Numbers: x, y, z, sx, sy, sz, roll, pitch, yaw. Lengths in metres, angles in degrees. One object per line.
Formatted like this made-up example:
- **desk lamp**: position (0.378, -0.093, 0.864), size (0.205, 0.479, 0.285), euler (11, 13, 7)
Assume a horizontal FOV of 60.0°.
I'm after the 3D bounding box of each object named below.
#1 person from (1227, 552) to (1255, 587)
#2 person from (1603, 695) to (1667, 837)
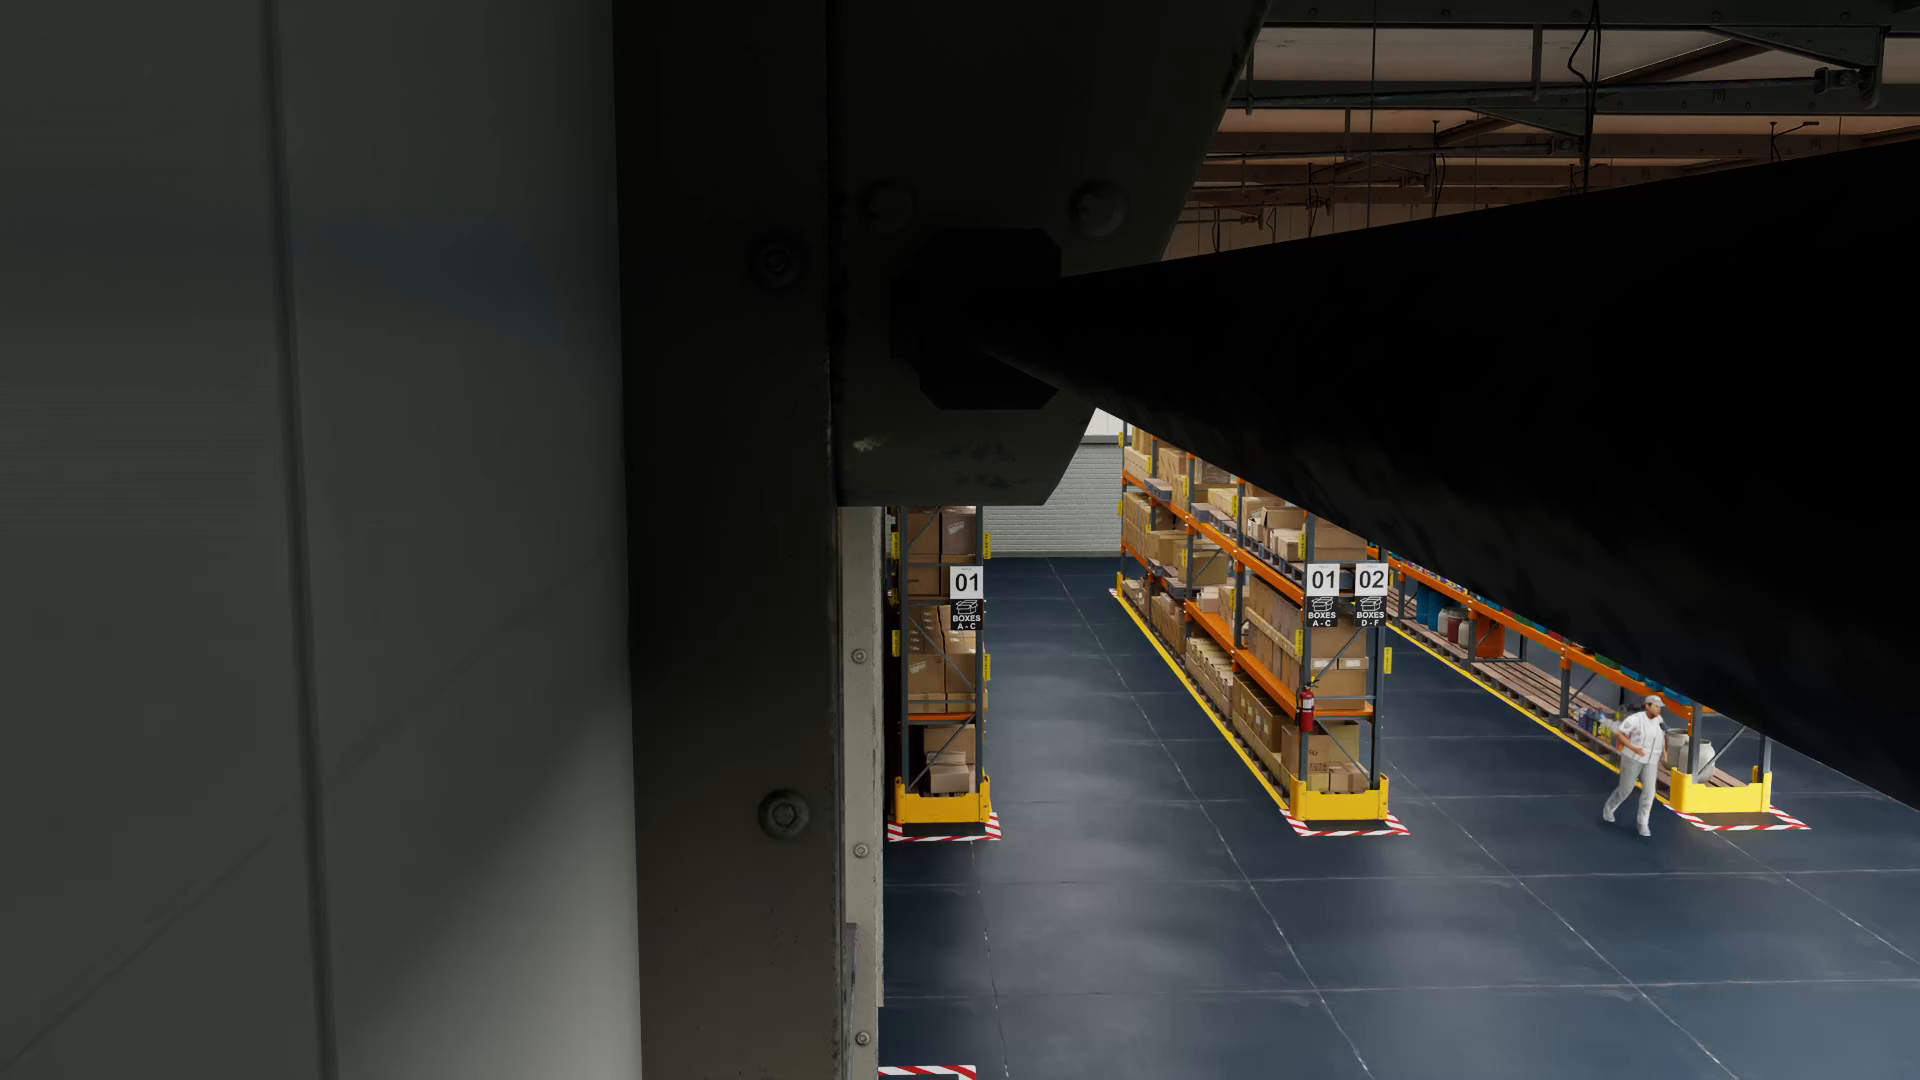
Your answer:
- **person**: position (5.886, 0.642, 34.241), size (0.662, 1.789, 0.715), euler (-1, 8, -10)
- **person**: position (8.277, 2.691, 20.170), size (0.658, 1.637, 0.782), euler (-2, 8, -11)
